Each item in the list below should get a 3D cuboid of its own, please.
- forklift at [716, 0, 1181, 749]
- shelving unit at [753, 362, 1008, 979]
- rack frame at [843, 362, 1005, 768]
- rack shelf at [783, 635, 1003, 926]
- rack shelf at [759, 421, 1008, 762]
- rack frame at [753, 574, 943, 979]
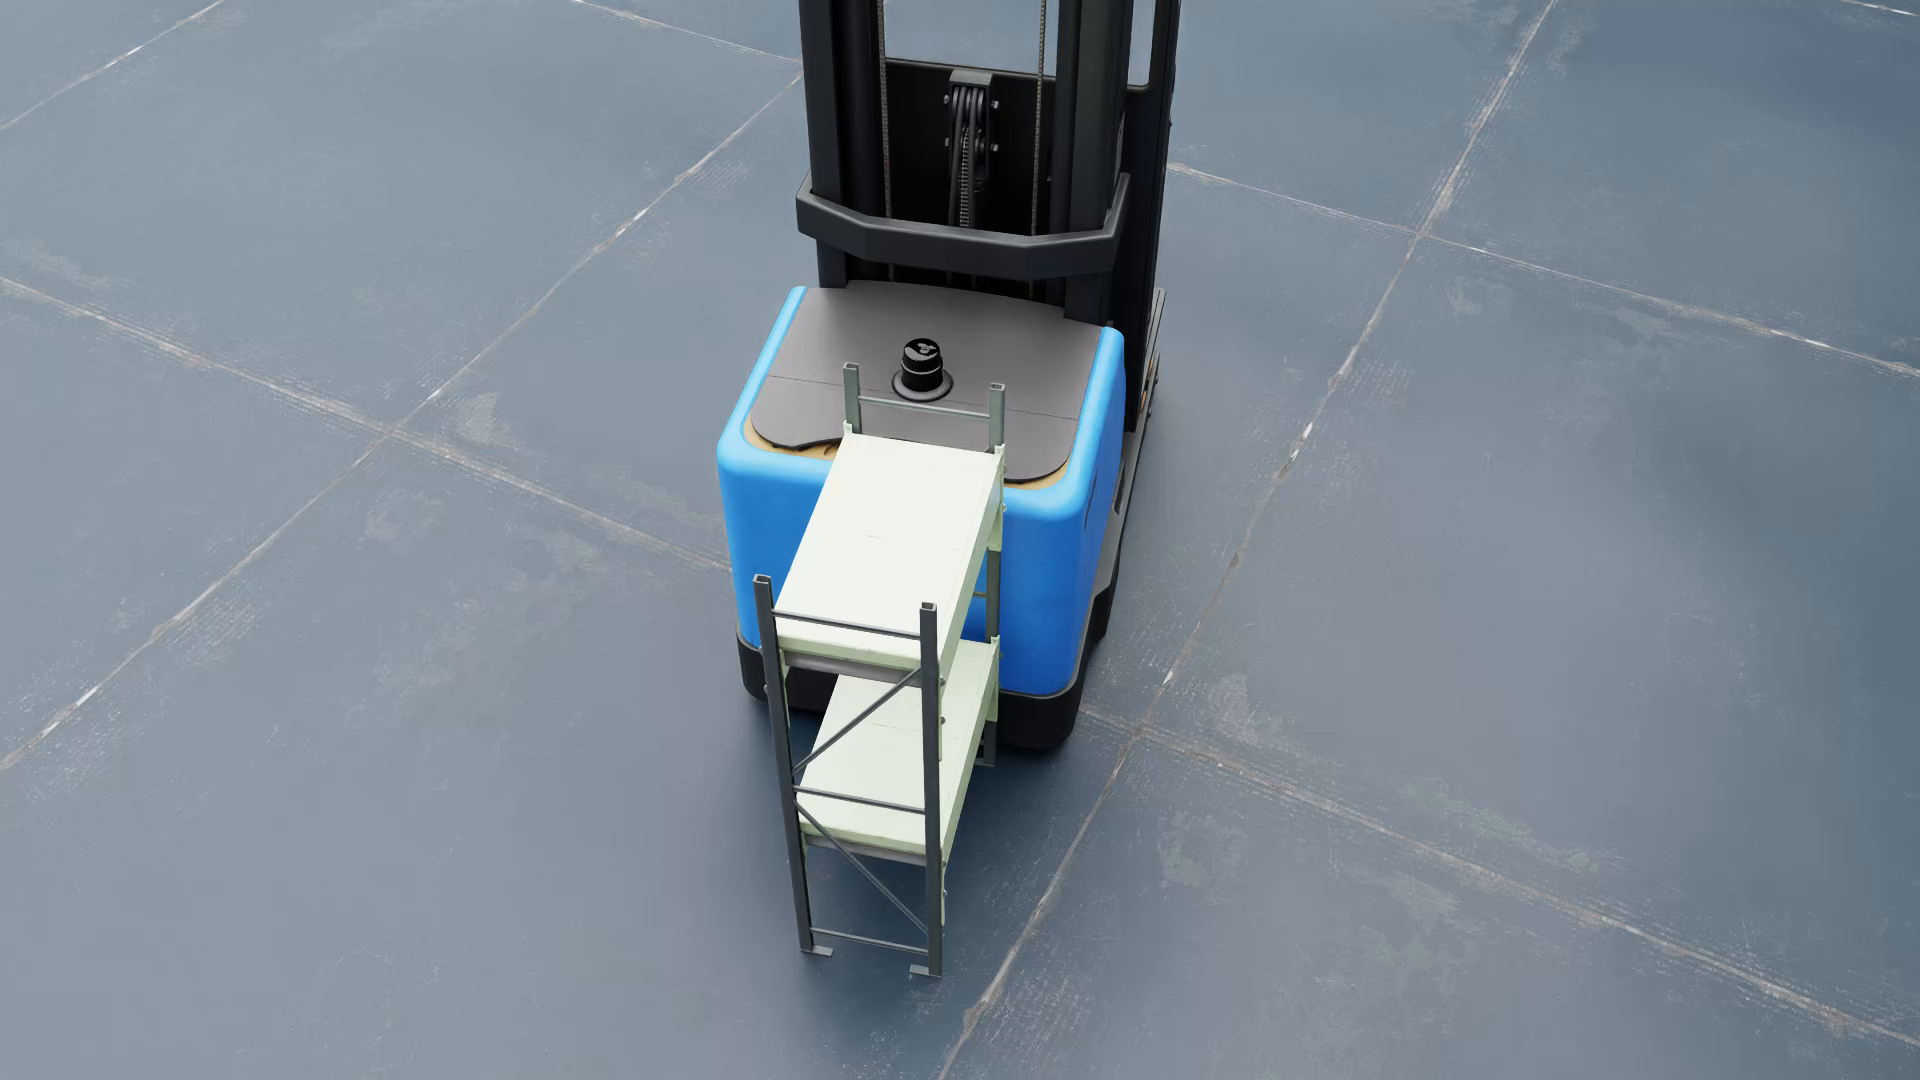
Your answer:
[{"bbox_3d":[0.134,-1.465,5.138,1.130,2.935,3.031,9,46,9],"label":"forklift"},{"bbox_3d":[-0.167,0.384,4.316,0.431,1.500,0.755,9,46,9],"label":"shelving unit"},{"bbox_3d":[-0.088,0.130,4.567,0.400,1.500,0.023,9,46,9],"label":"rack frame"},{"bbox_3d":[-0.167,0.613,4.548,0.431,0.370,0.720,9,46,9],"label":"rack shelf"},{"bbox_3d":[-0.167,0.110,4.038,0.431,0.370,0.720,9,46,9],"label":"rack shelf"},{"bbox_3d":[-0.246,0.638,4.065,0.400,1.500,0.023,9,46,9],"label":"rack frame"}]
